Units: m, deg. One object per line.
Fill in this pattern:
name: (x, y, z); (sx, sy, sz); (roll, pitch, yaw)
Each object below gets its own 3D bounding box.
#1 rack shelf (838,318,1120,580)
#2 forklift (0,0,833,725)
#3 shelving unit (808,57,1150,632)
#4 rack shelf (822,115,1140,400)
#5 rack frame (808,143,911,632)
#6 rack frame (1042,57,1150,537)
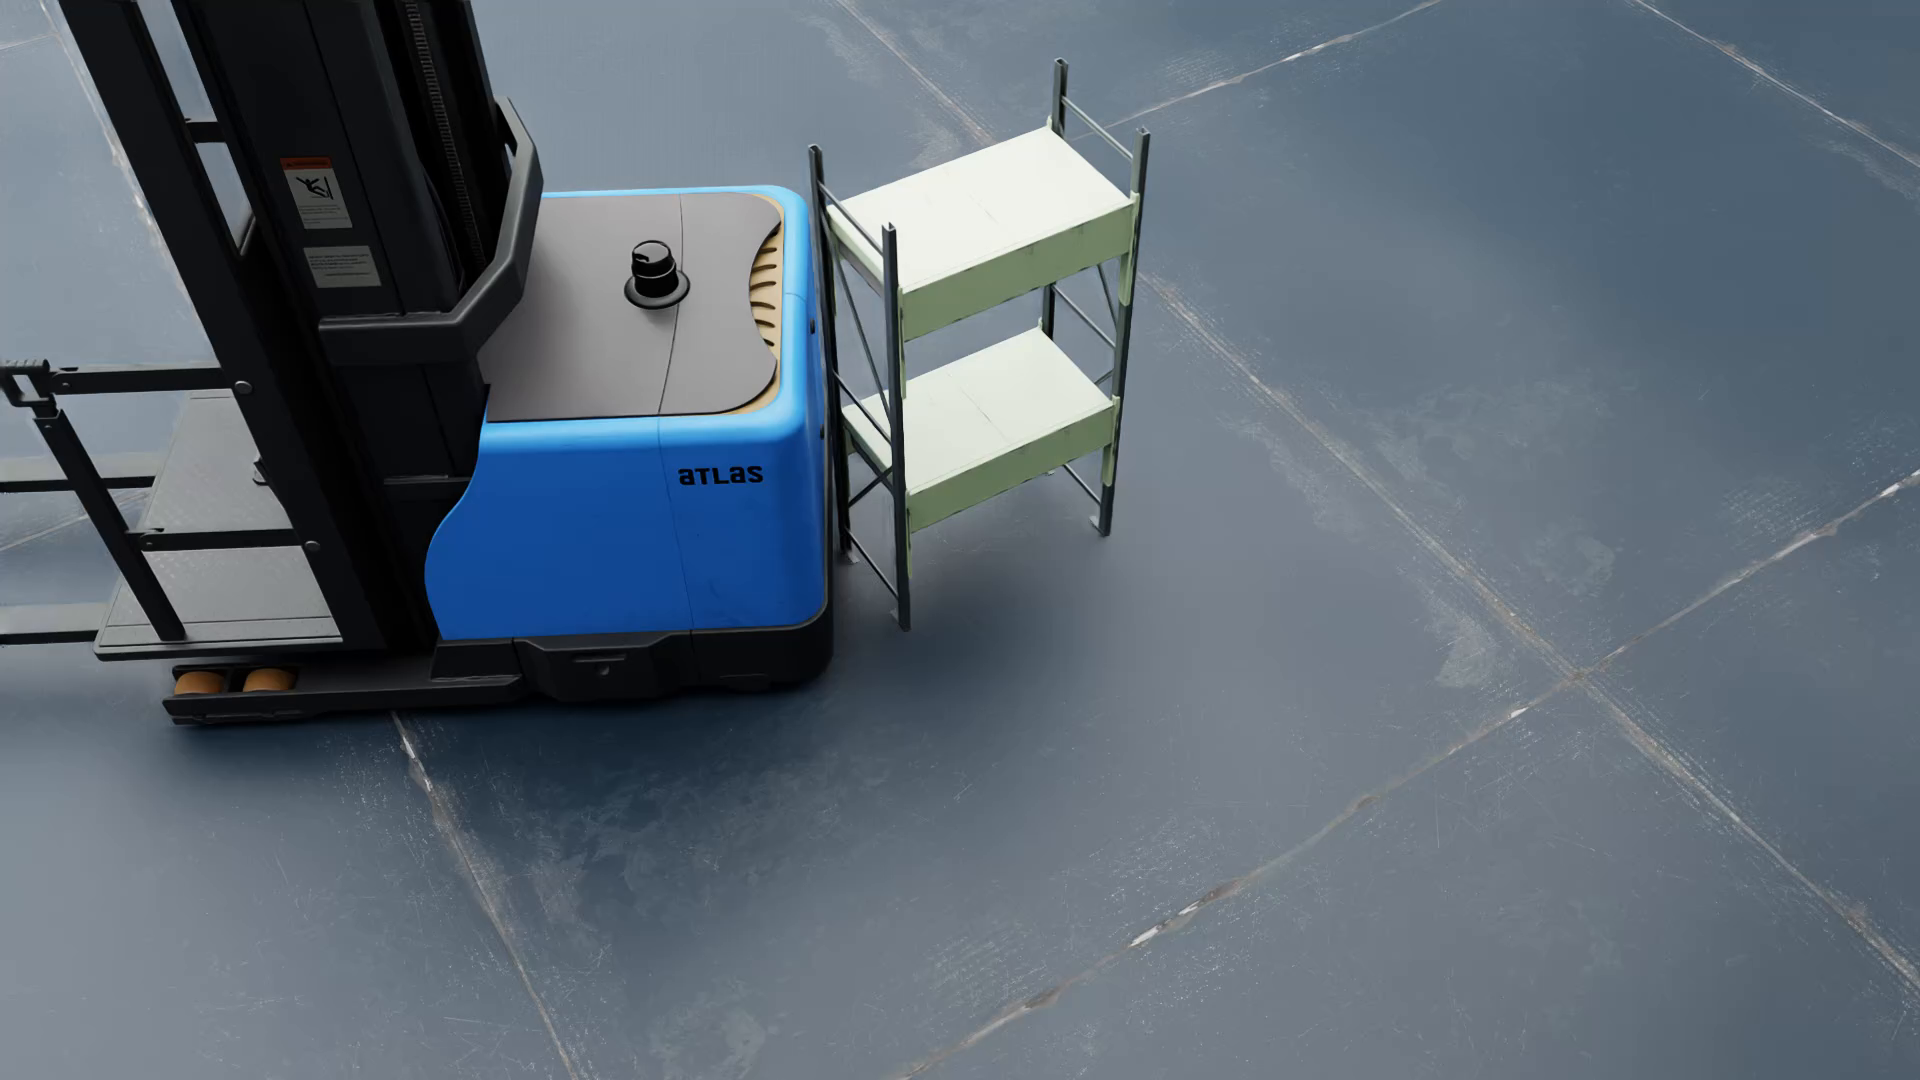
rack shelf: (0.049, -0.279, 4.931); (0.720, 0.370, 0.431); (-25, 53, -20)
forklift: (-1.907, -0.854, 4.048); (3.031, 2.935, 1.130); (-2, 48, -2)
shelving unit: (0.049, -0.496, 4.687); (0.755, 1.500, 0.431); (-25, 53, -20)
rack shelf: (0.049, -0.755, 4.396); (0.720, 0.370, 0.431); (-25, 53, -20)
rack frame: (-0.262, -0.352, 4.559); (0.023, 1.500, 0.400); (-25, 53, -20)
rack frame: (0.361, -0.639, 4.815); (0.023, 1.500, 0.400); (-25, 53, -20)
